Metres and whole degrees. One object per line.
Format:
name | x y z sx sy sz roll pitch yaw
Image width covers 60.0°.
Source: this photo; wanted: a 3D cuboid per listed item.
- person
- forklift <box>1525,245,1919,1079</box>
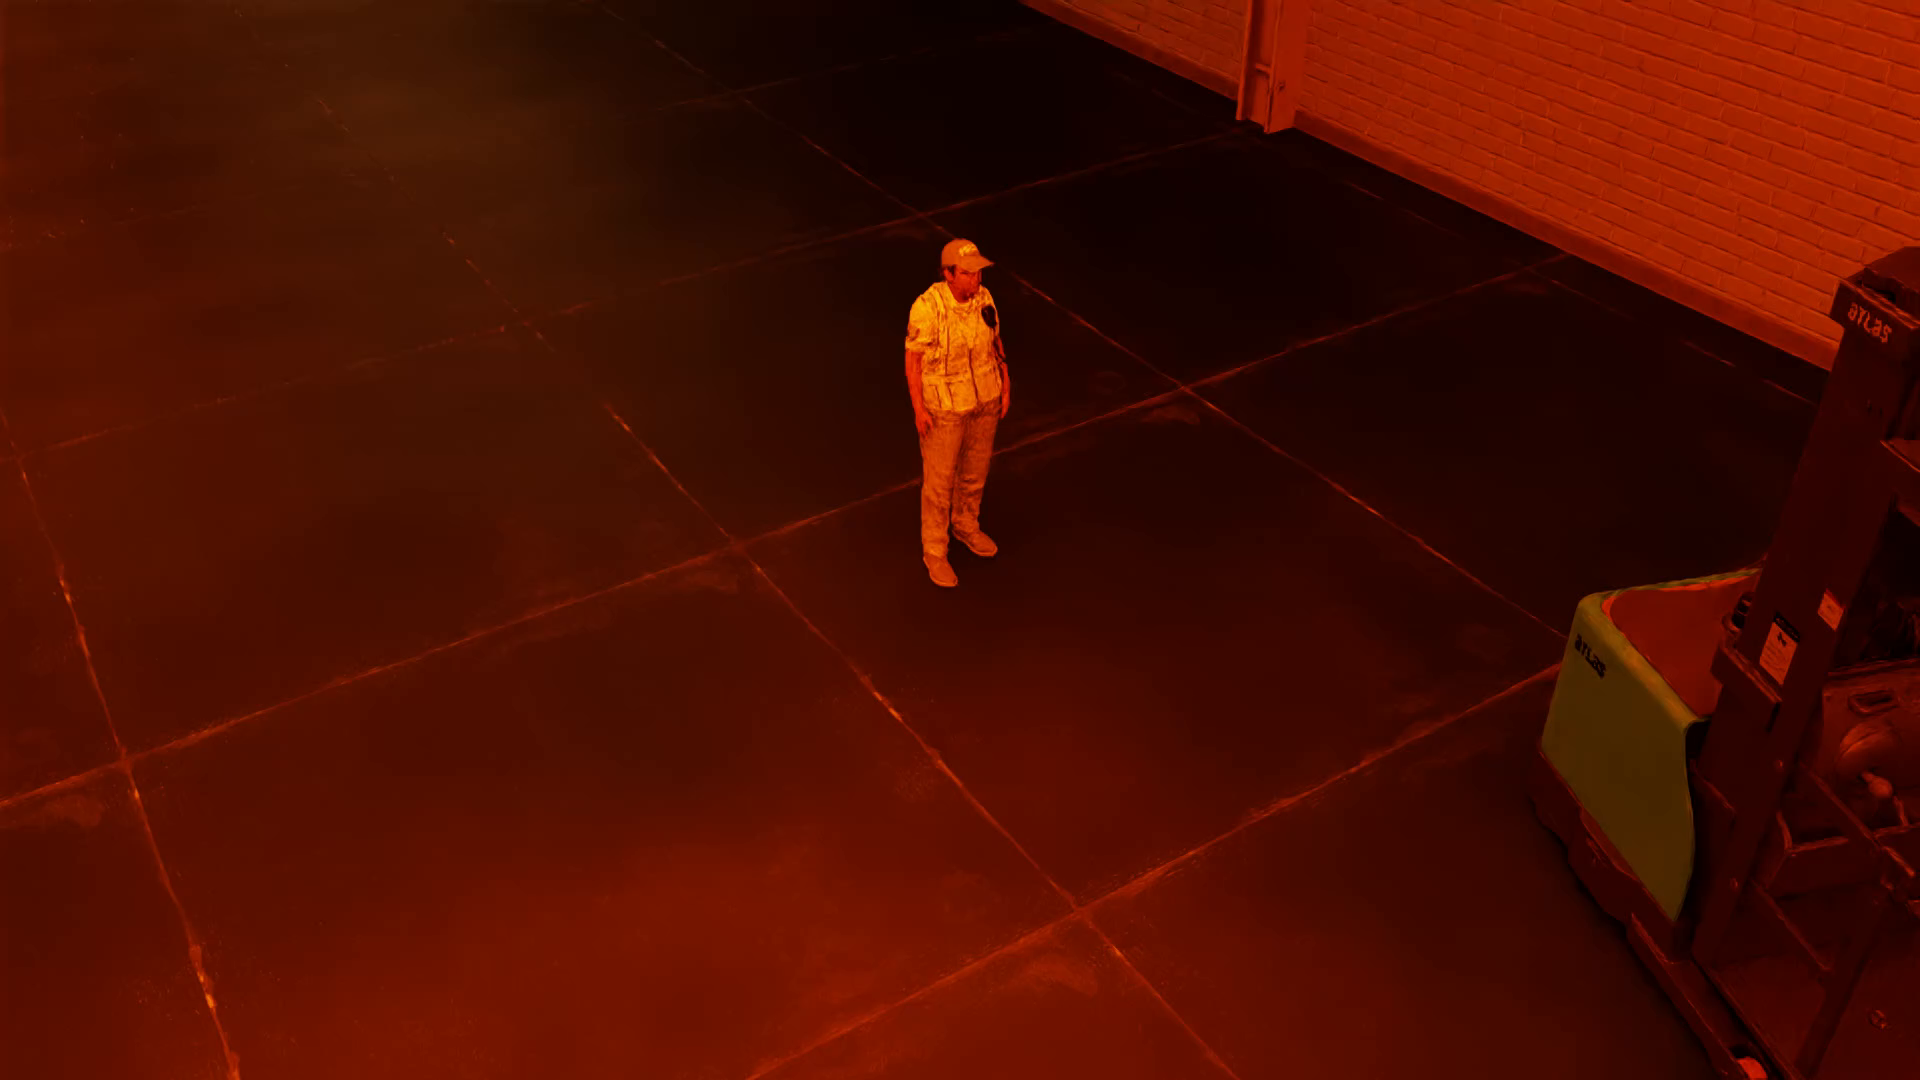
person | 0.023 -0.644 8.151 0.598 1.669 0.529 -21 40 -27
forklift | 3.235 0.656 5.215 1.130 2.935 3.031 -8 36 -11
